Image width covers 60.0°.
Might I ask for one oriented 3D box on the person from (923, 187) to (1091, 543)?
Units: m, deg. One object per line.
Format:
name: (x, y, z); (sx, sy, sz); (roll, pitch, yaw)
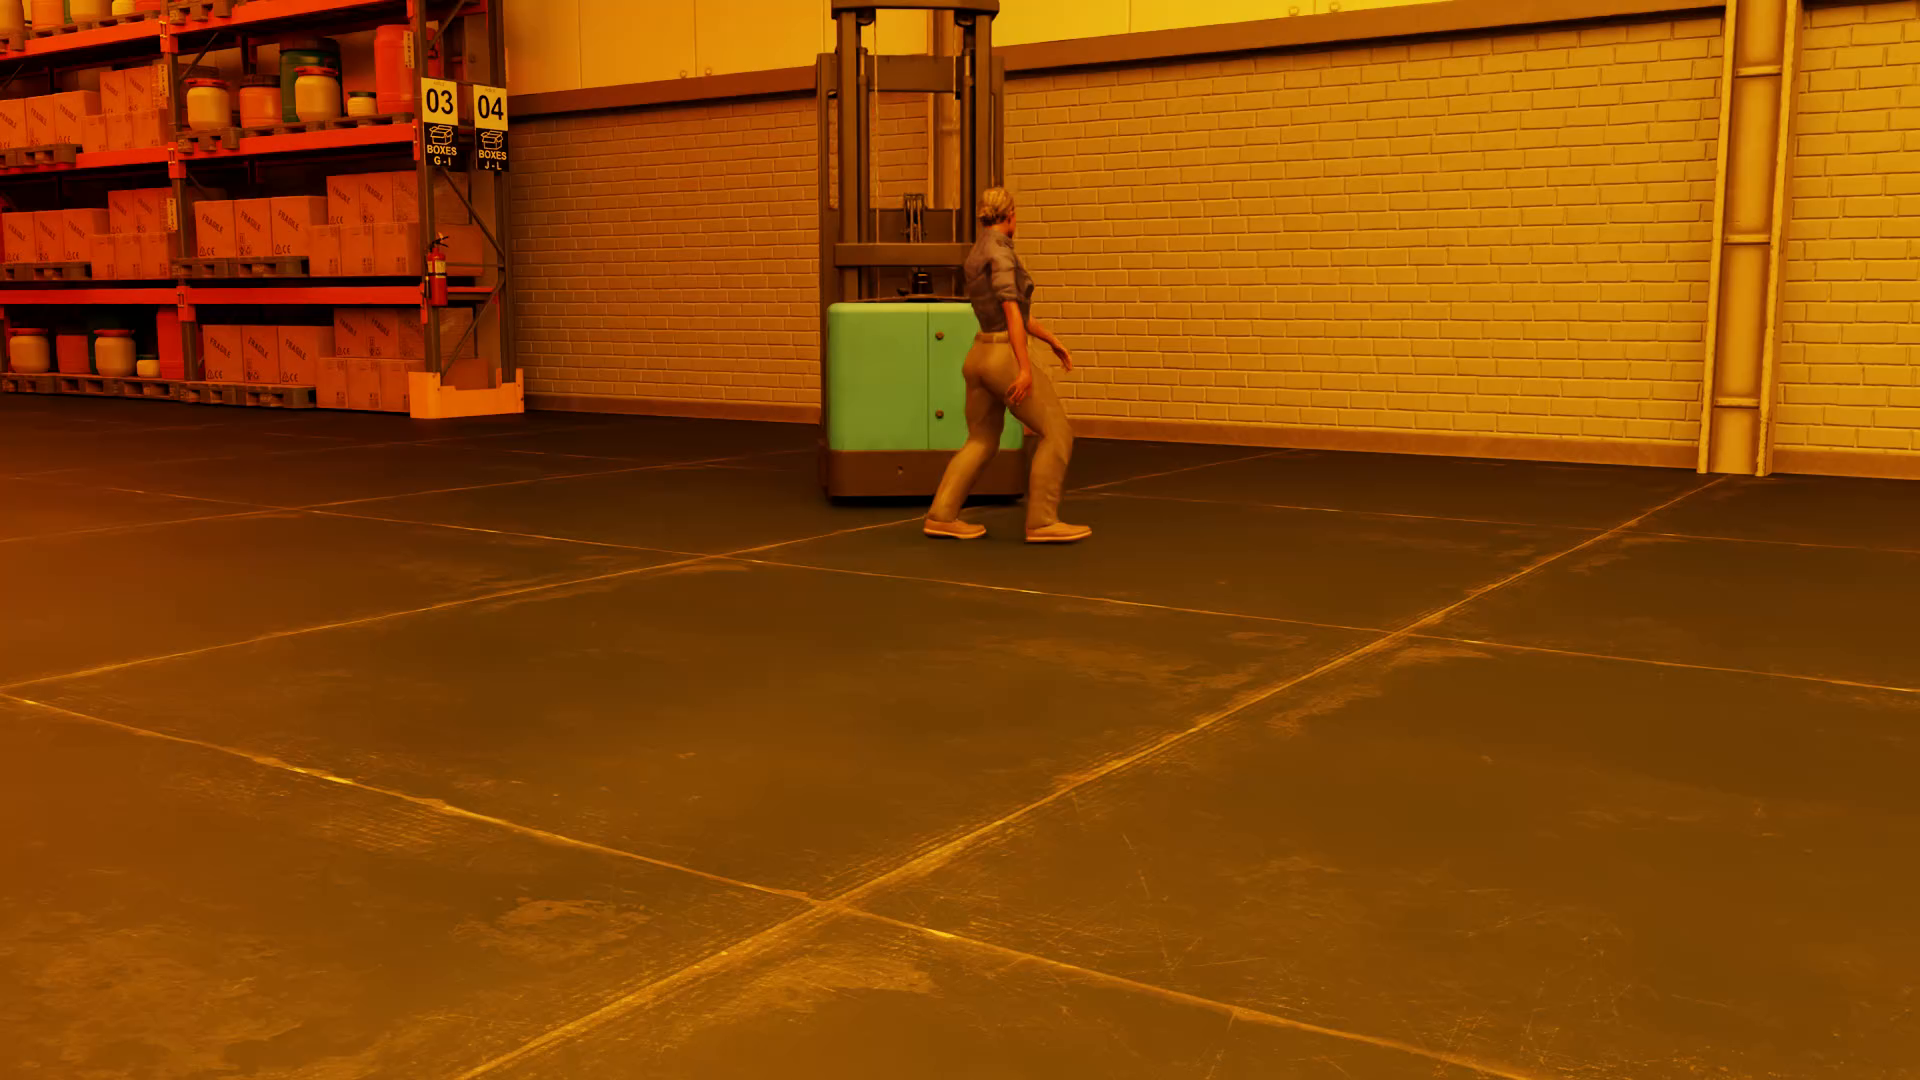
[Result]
person: (0.233, -0.788, 7.506); (0.710, 1.593, 0.586); (-3, 9, -22)

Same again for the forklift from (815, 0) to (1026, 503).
forklift: (-0.311, -1.825, 10.026); (1.130, 2.935, 3.031); (-1, 8, -6)
